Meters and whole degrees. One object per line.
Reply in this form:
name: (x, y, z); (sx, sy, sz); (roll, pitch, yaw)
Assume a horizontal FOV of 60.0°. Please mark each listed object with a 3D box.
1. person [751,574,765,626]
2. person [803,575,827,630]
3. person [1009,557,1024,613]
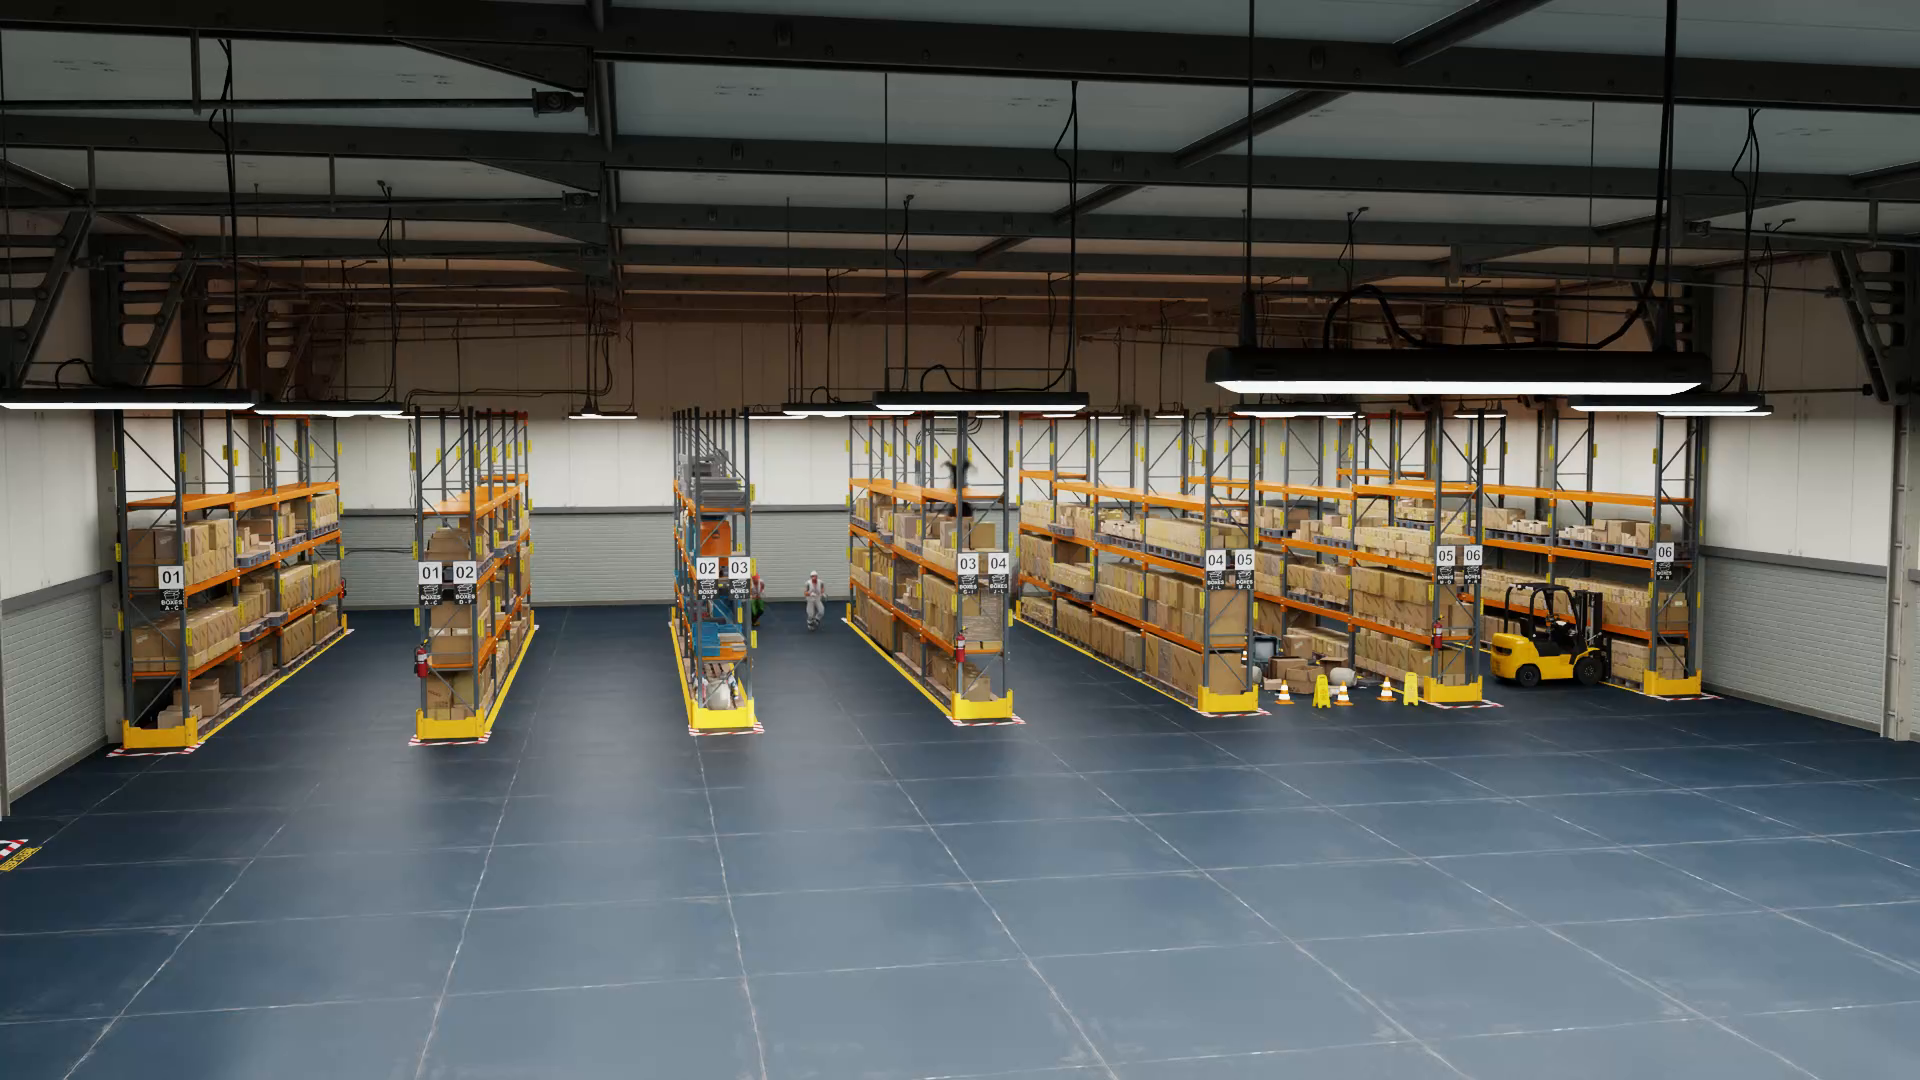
person: (-5.702, 1.673, 46.358); (0.710, 1.534, 0.830); (-2, 5, -27)
person: (-3.949, 1.687, 45.342); (0.695, 1.627, 0.859); (-1, 4, -19)
person: (1.760, 1.336, 49.557); (0.786, 1.731, 0.758); (-2, 5, -27)
